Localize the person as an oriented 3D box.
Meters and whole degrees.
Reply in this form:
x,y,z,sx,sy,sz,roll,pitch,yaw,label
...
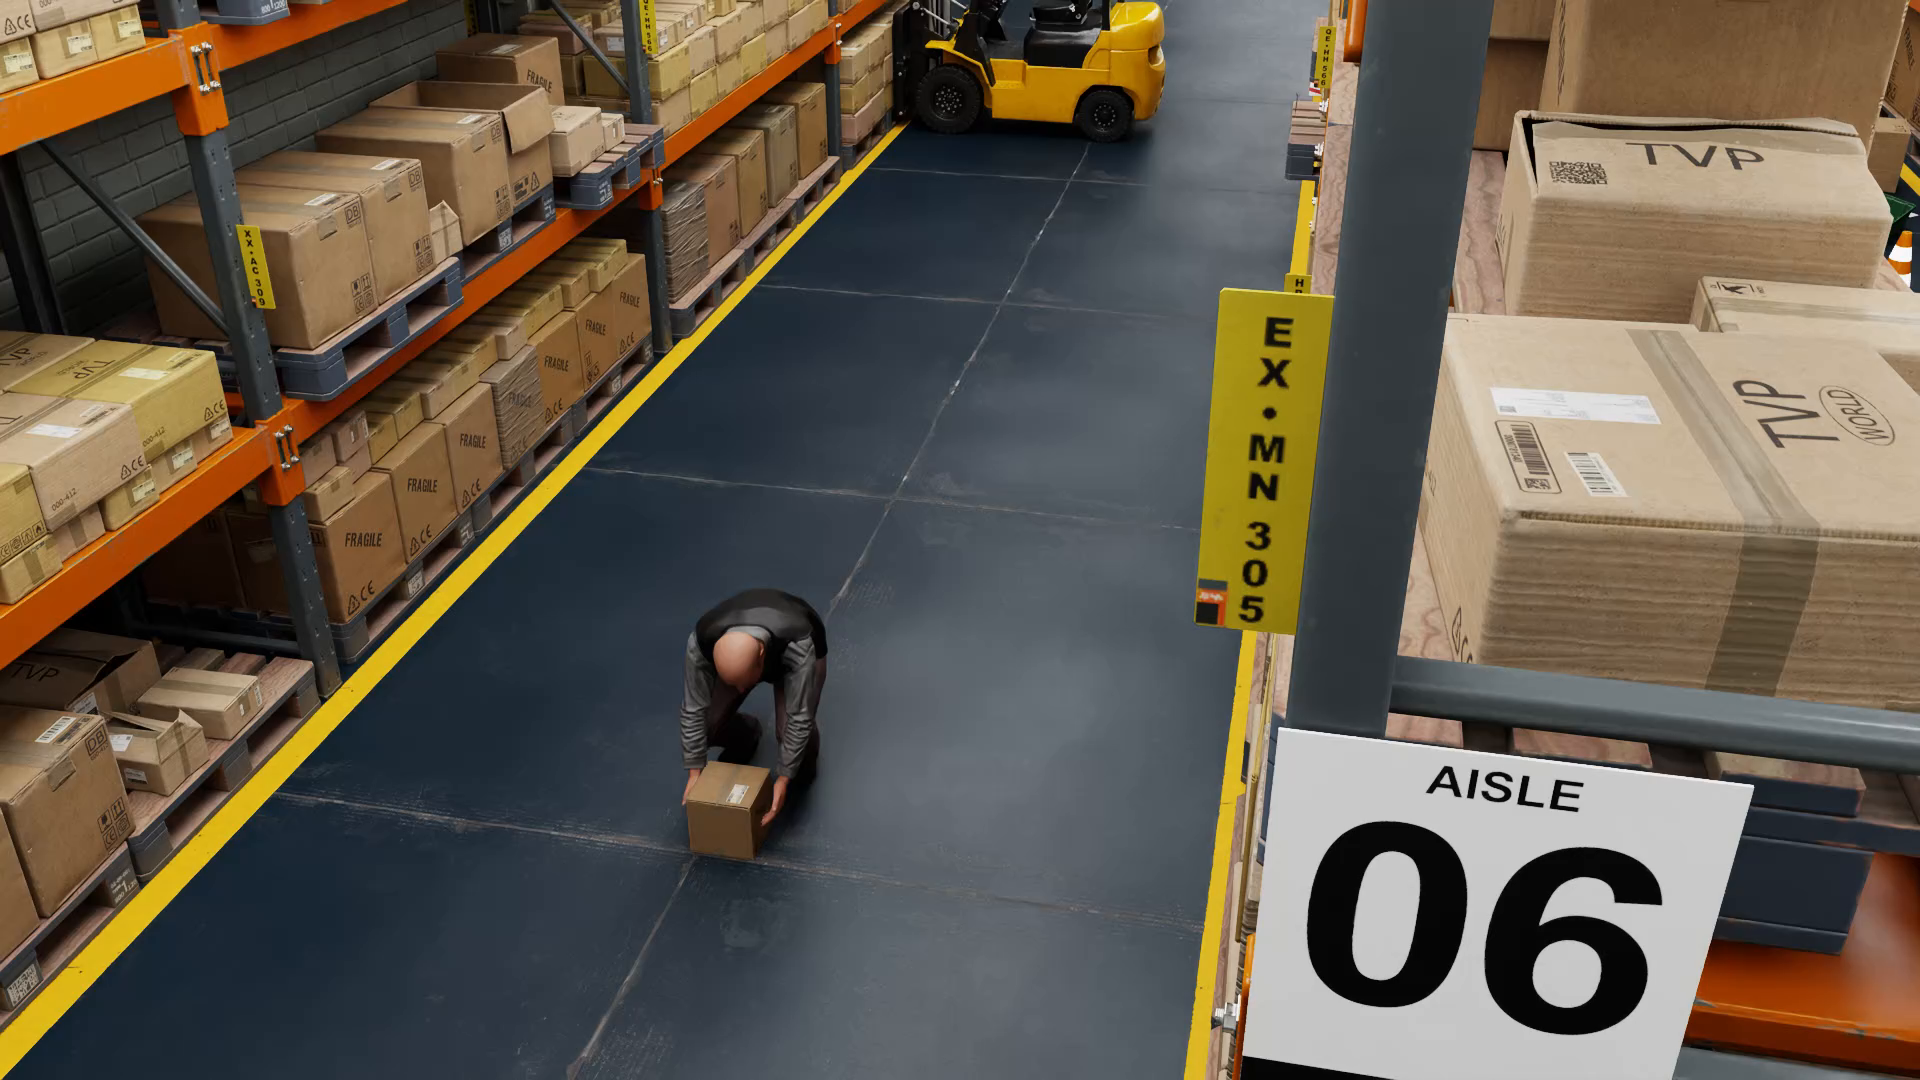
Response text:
x,y,z,sx,sy,sz,roll,pitch,yaw,label
-0.778,0.578,6.448,0.539,0.906,0.857,6,29,11,person
